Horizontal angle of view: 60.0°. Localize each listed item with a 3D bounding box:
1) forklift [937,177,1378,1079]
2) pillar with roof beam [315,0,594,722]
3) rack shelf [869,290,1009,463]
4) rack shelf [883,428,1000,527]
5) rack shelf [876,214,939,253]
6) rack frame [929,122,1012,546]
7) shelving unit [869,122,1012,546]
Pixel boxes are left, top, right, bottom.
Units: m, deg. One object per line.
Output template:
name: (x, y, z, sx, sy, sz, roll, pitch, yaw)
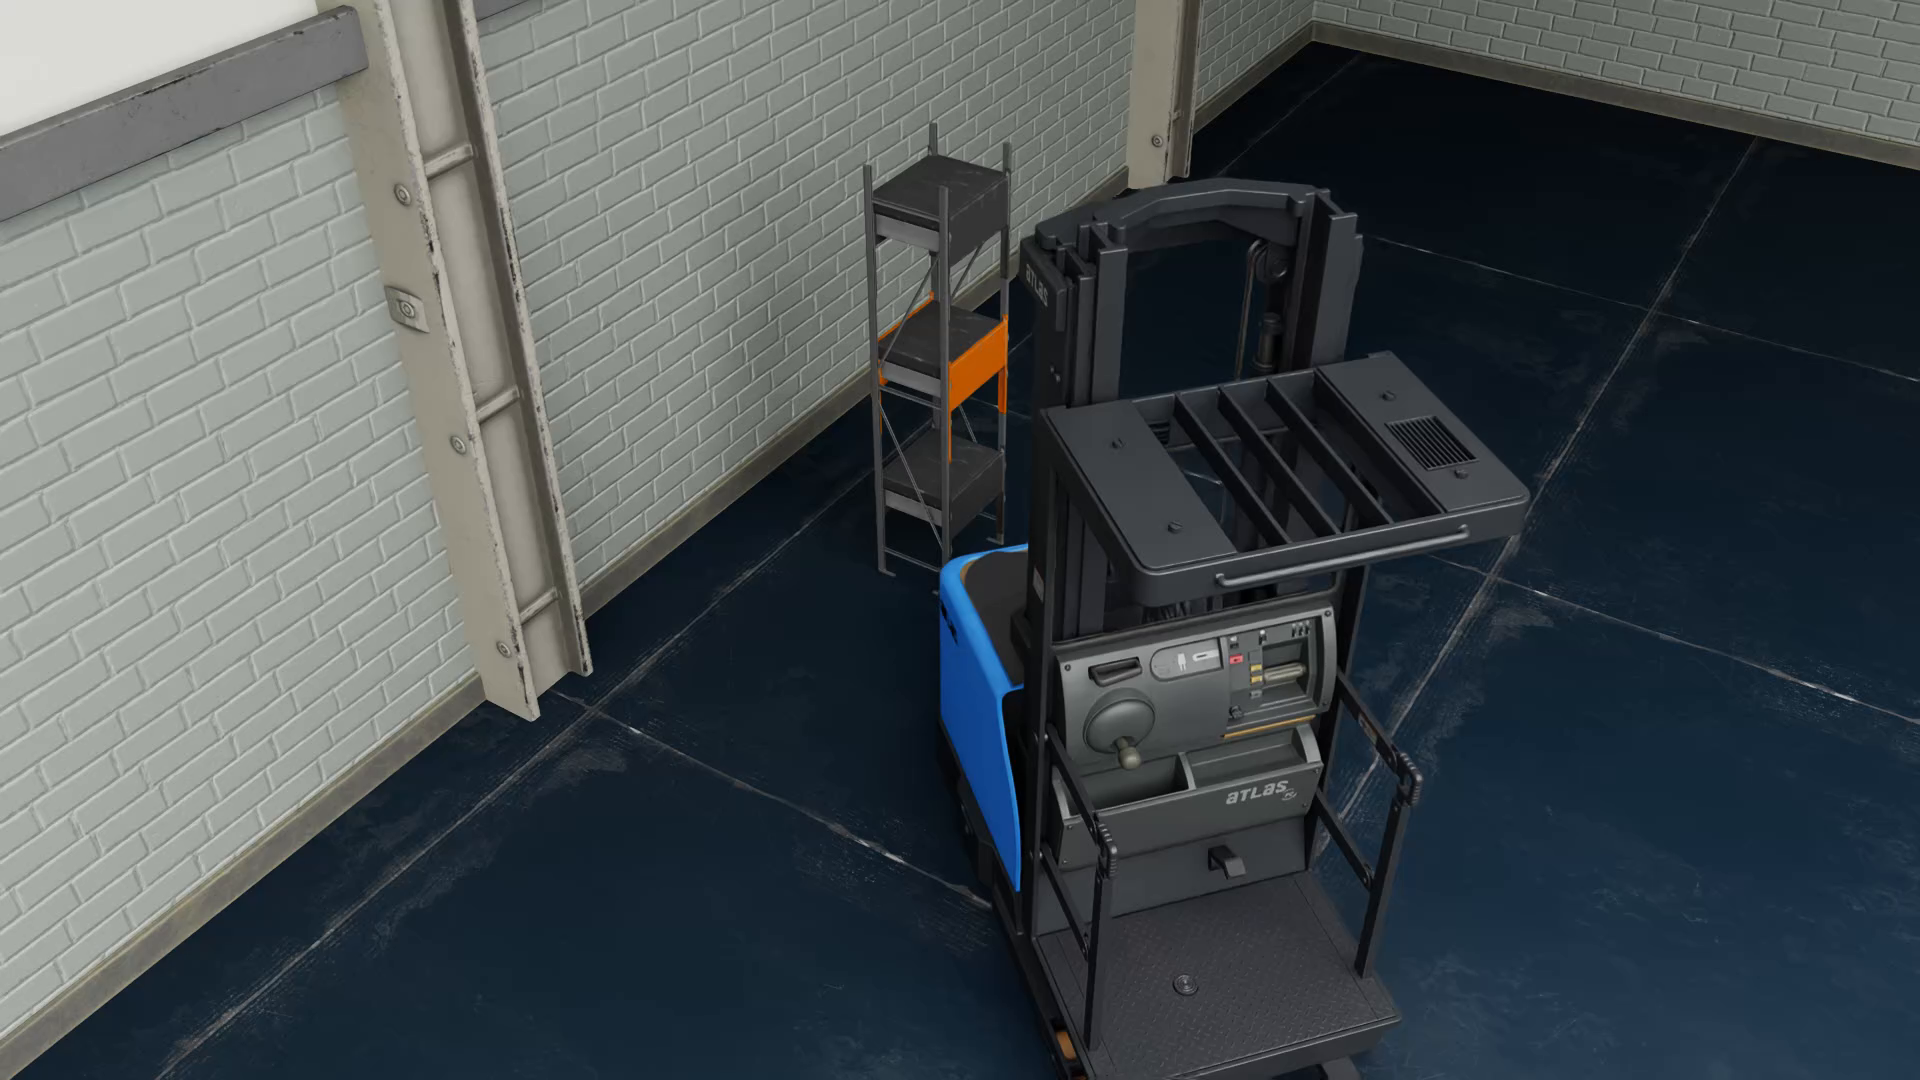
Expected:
forklift: (0.824, 0.535, 5.095, 1.130, 2.935, 3.031, -11, 39, -13)
pillar with roof beam: (1.765, -1.523, 2.794, 9.100, 9.000, 0.400, 21, 42, 25)
rack shelf: (-0.089, -0.735, 7.446, 0.431, 0.518, 0.480, 21, 42, 25)
rack shelf: (-0.089, -0.289, 7.790, 0.368, 0.174, 0.457, 21, 42, 25)
rack shelf: (-0.089, -1.369, 6.958, 0.332, 0.100, 0.442, 21, 42, 25)
rack frame: (0.042, -0.872, 7.601, 0.400, 2.100, 0.015, 21, 42, 25)
shelving unit: (-0.086, -0.749, 7.442, 0.431, 2.100, 0.492, 21, 42, 25)
